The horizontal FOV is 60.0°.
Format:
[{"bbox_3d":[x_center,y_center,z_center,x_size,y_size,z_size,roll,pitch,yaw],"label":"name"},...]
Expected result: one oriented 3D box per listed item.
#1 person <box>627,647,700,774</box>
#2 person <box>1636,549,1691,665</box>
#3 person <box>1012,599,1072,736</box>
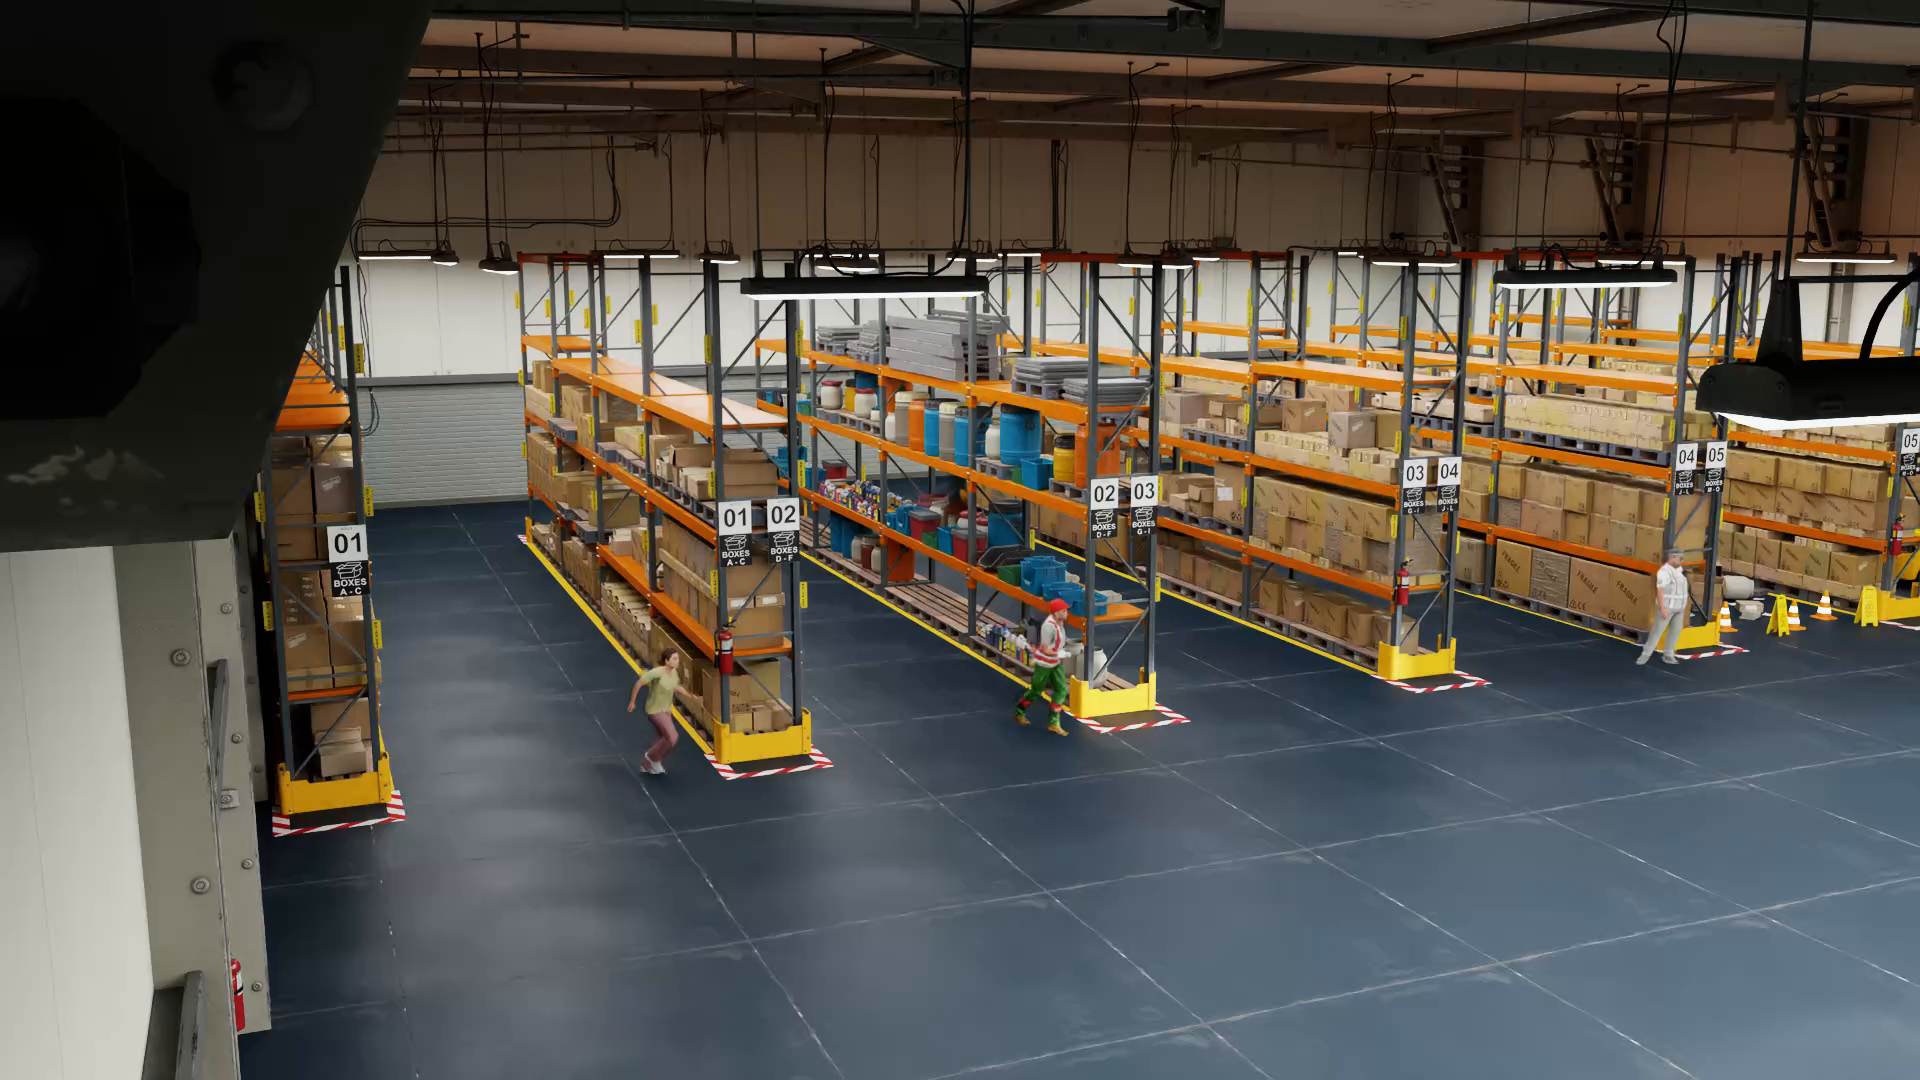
[{"bbox_3d":[-3.488,2.027,19.628,0.761,1.565,0.598,5,11,24],"label":"person"},{"bbox_3d":[10.485,1.020,24.764,0.719,1.803,0.485,-6,12,-31],"label":"person"},{"bbox_3d":[1.051,1.606,21.415,0.808,1.795,0.655,6,12,29],"label":"person"}]
